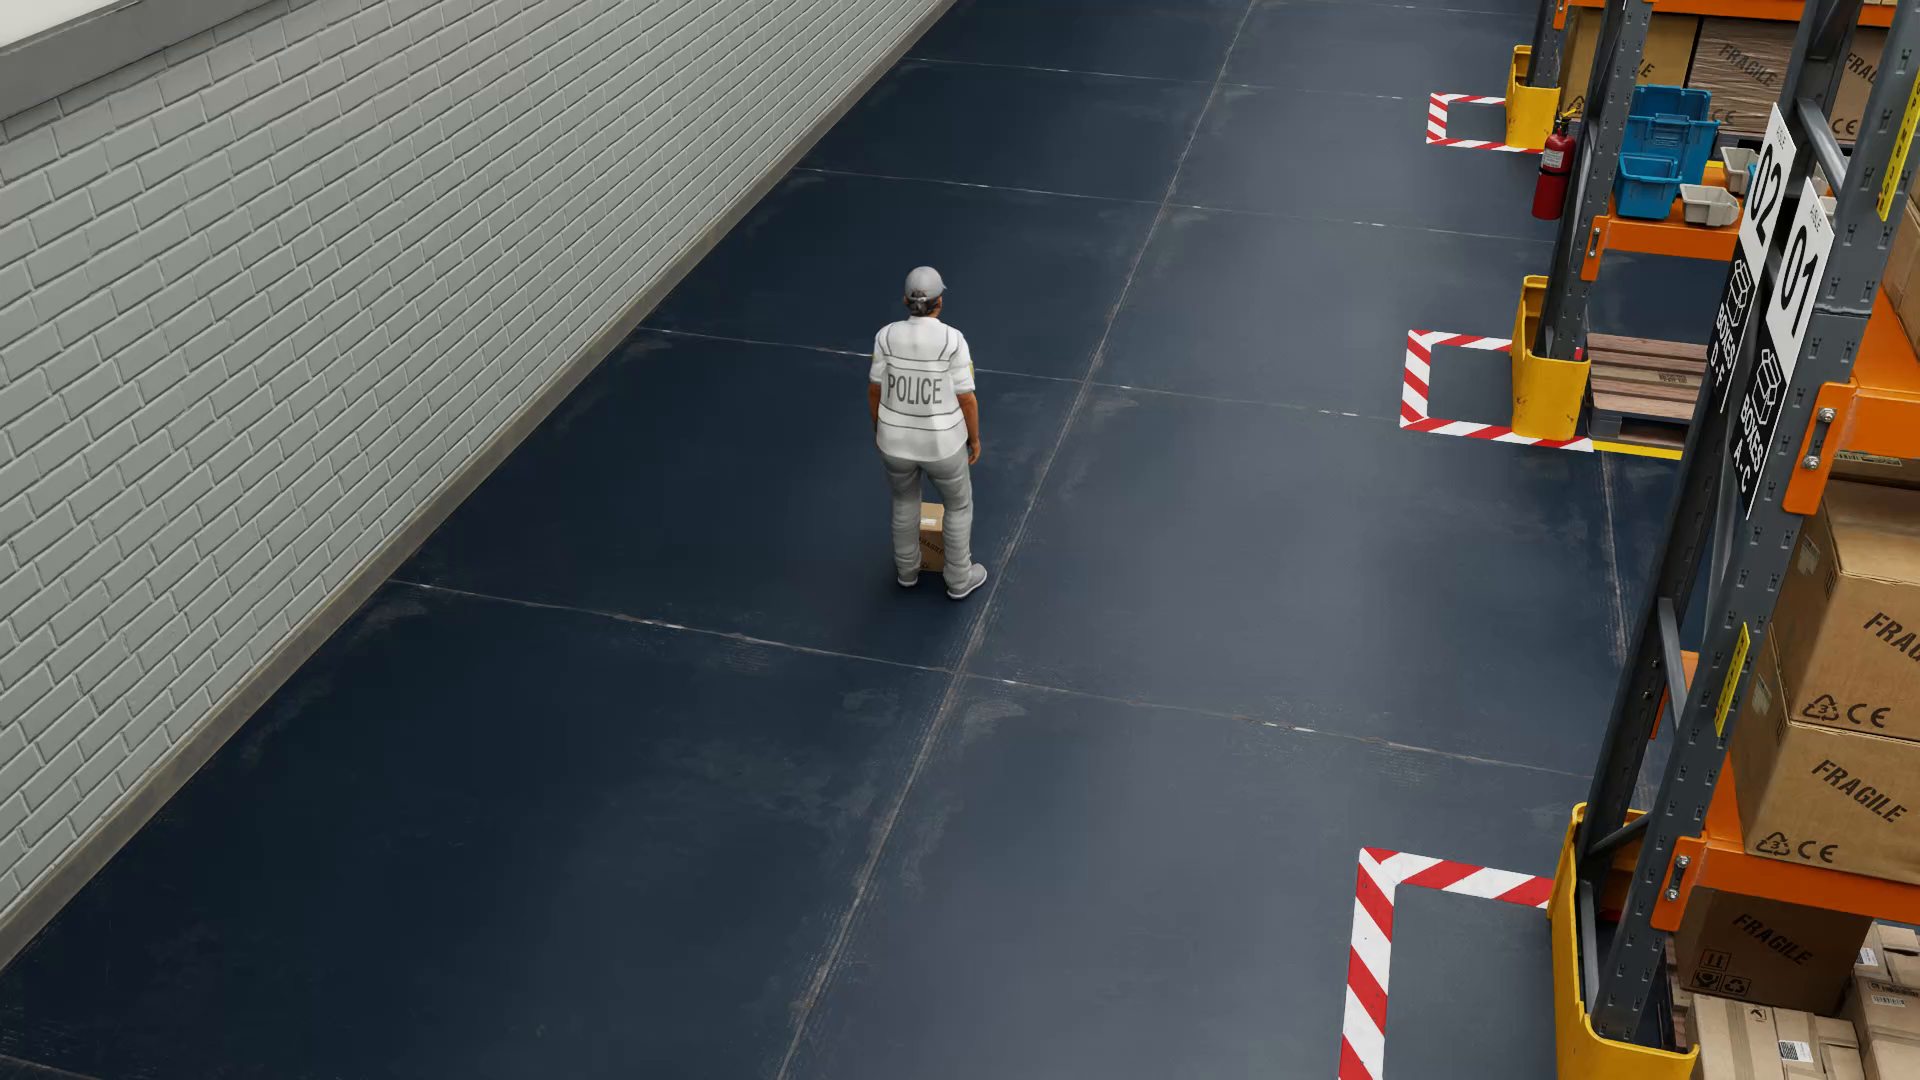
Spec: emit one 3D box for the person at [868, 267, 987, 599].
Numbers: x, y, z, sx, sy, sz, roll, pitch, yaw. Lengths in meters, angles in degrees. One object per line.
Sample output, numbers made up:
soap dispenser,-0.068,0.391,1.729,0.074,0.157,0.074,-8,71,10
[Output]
person,-0.152,-0.488,7.883,0.542,1.666,0.469,8,34,12
